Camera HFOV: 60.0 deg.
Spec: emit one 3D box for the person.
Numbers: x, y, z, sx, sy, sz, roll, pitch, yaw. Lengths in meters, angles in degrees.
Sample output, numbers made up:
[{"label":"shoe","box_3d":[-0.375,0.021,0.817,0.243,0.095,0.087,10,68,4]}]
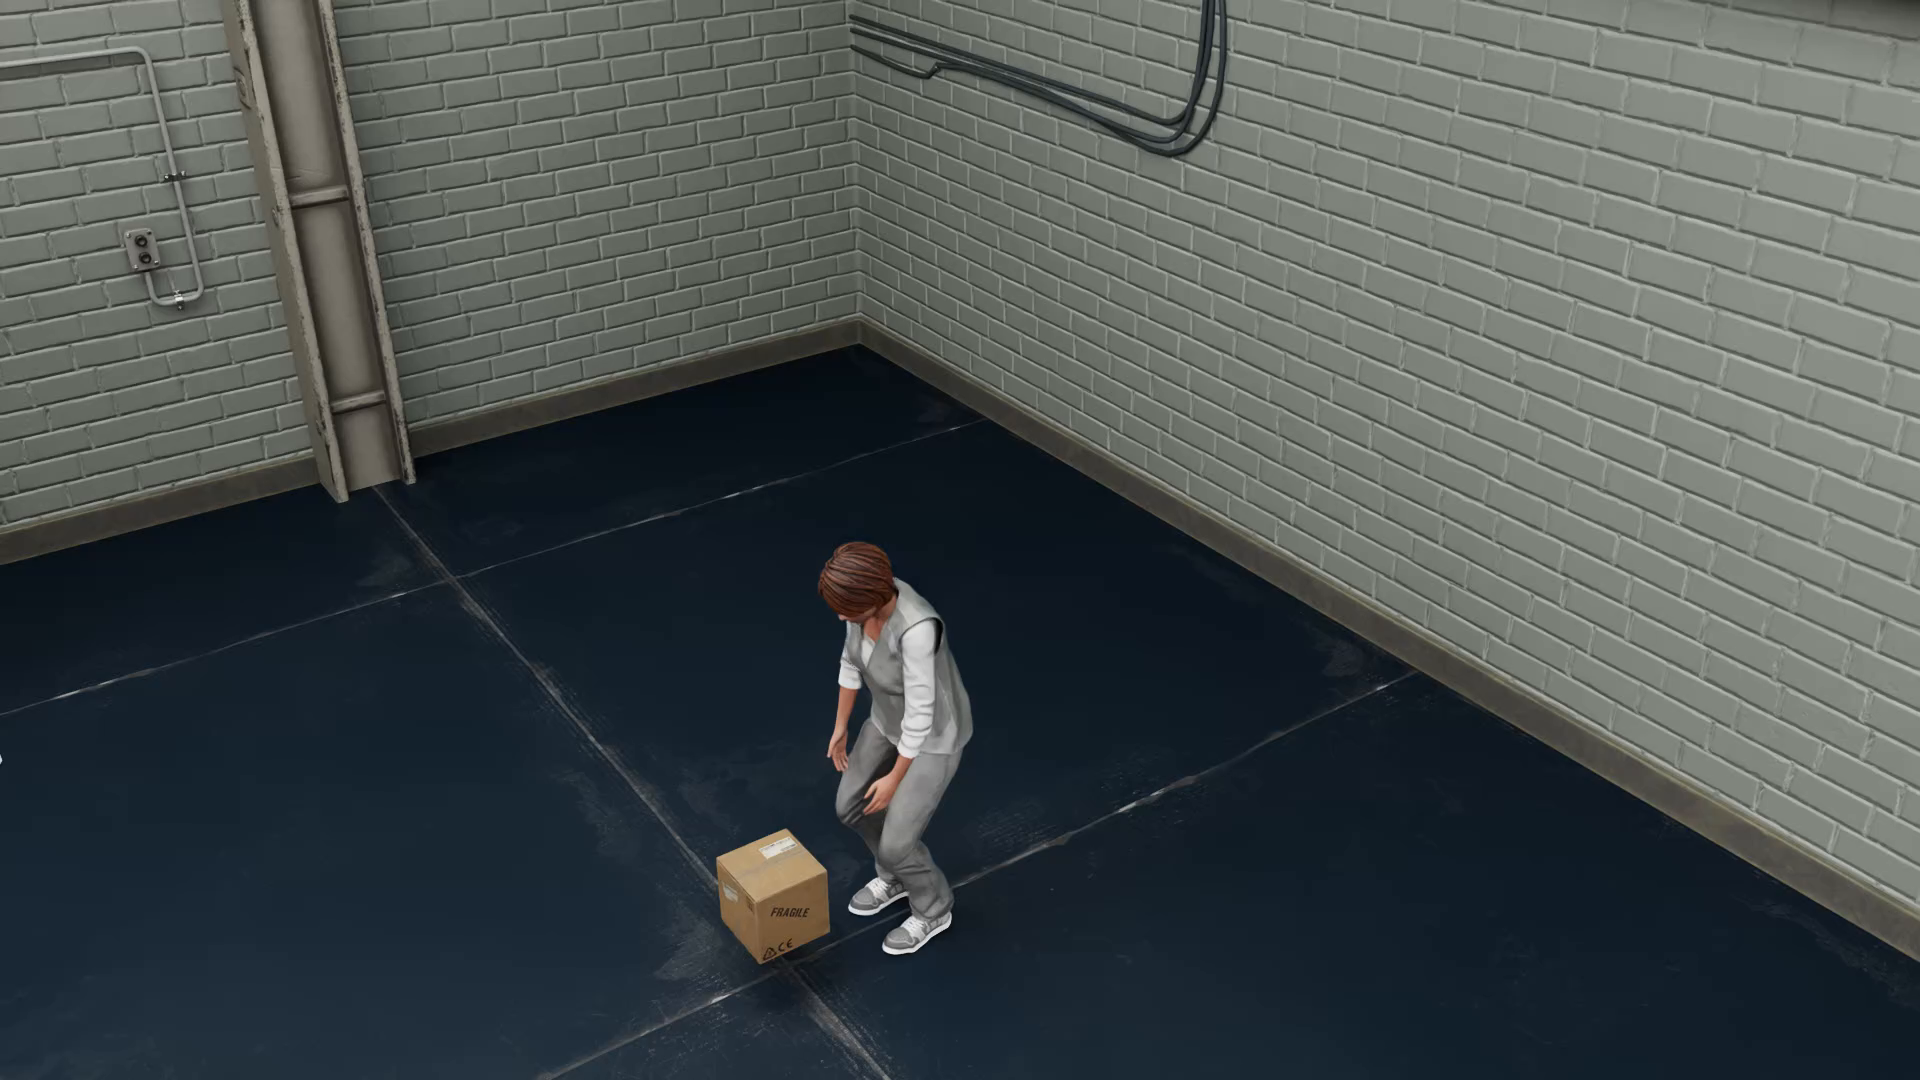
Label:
[{"label":"person","box_3d":[-0.189,0.636,5.133,0.497,1.467,0.447,-18,34,-30]}]
